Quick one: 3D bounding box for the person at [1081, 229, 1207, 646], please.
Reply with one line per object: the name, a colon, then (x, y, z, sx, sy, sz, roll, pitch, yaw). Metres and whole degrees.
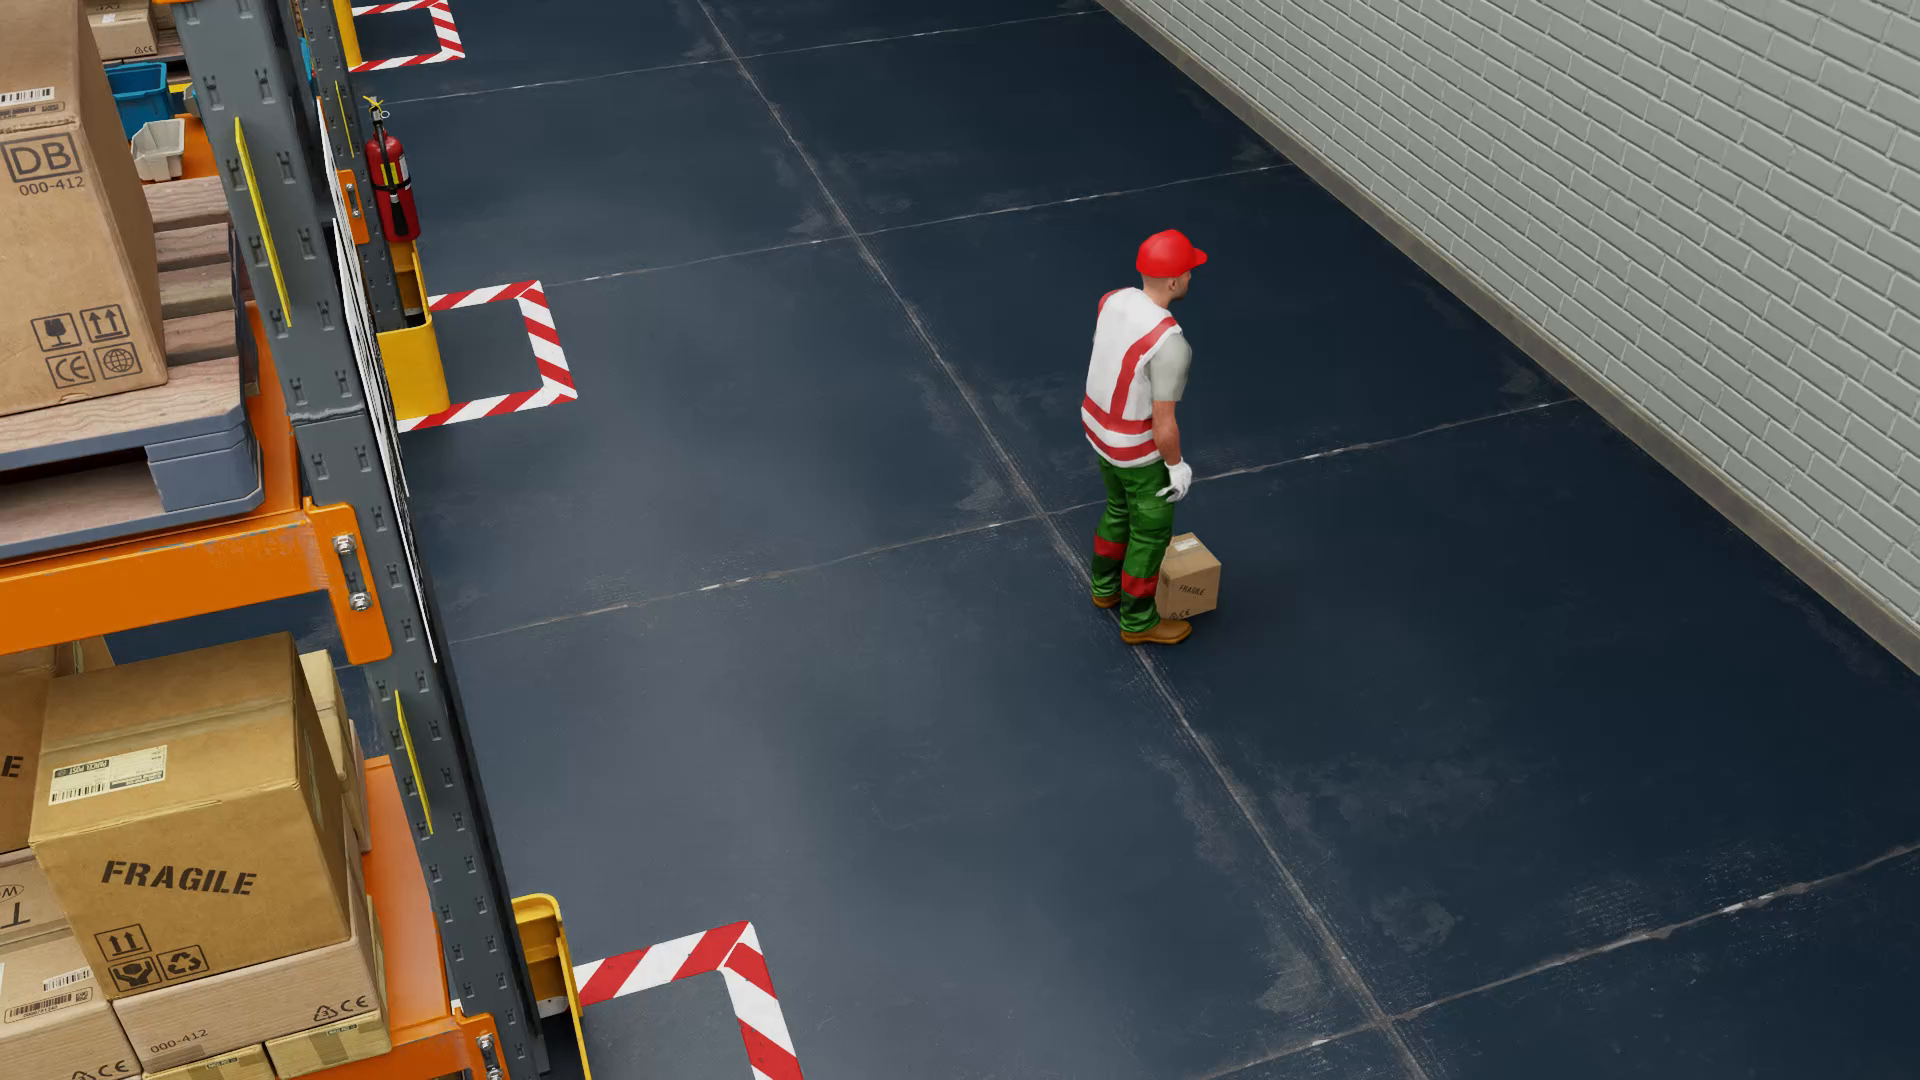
person: (0.729, -0.405, 6.669, 0.453, 1.778, 0.616, -15, 40, -19)
